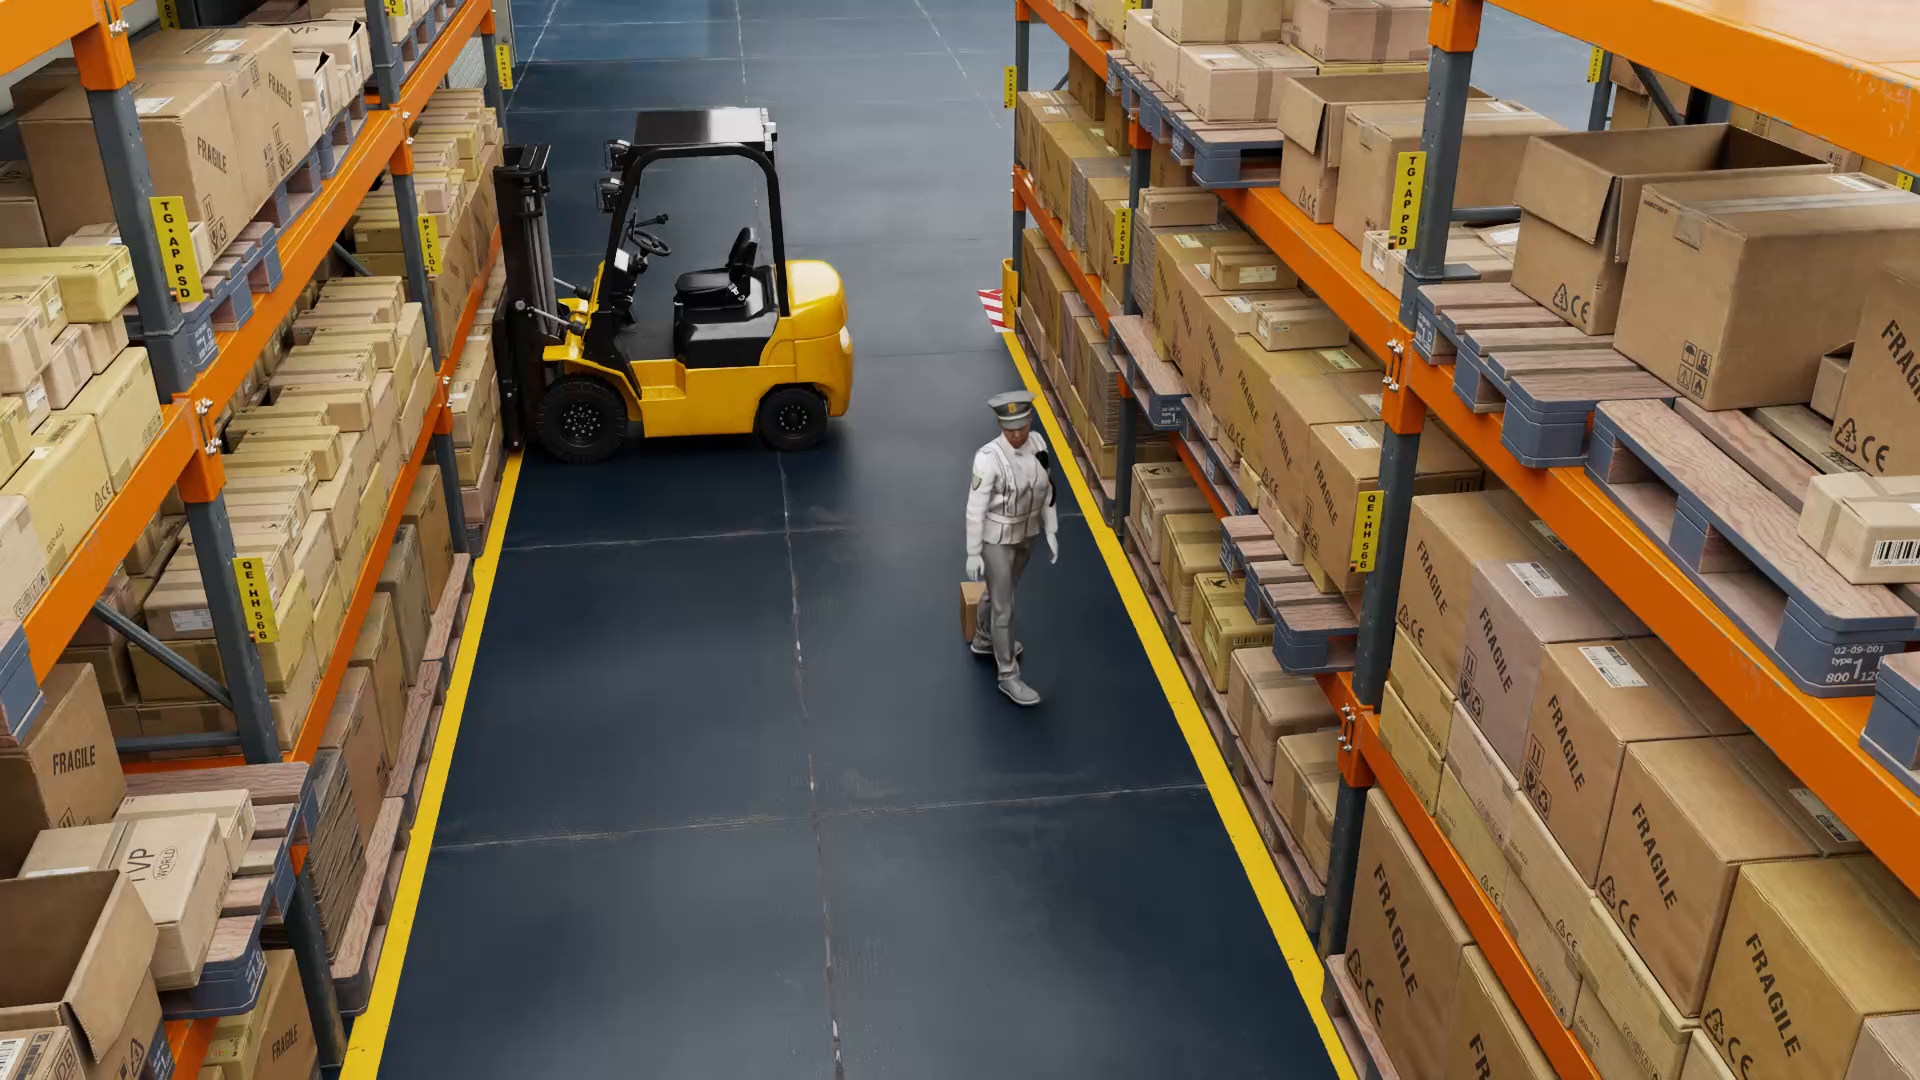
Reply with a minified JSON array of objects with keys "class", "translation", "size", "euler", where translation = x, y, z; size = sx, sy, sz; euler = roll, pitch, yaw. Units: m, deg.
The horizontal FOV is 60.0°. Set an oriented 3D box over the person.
[{"class":"person","translation":[0.261,0.002,8.567],"size":[0.640,1.649,0.530],"euler":[23,35,37]}]
